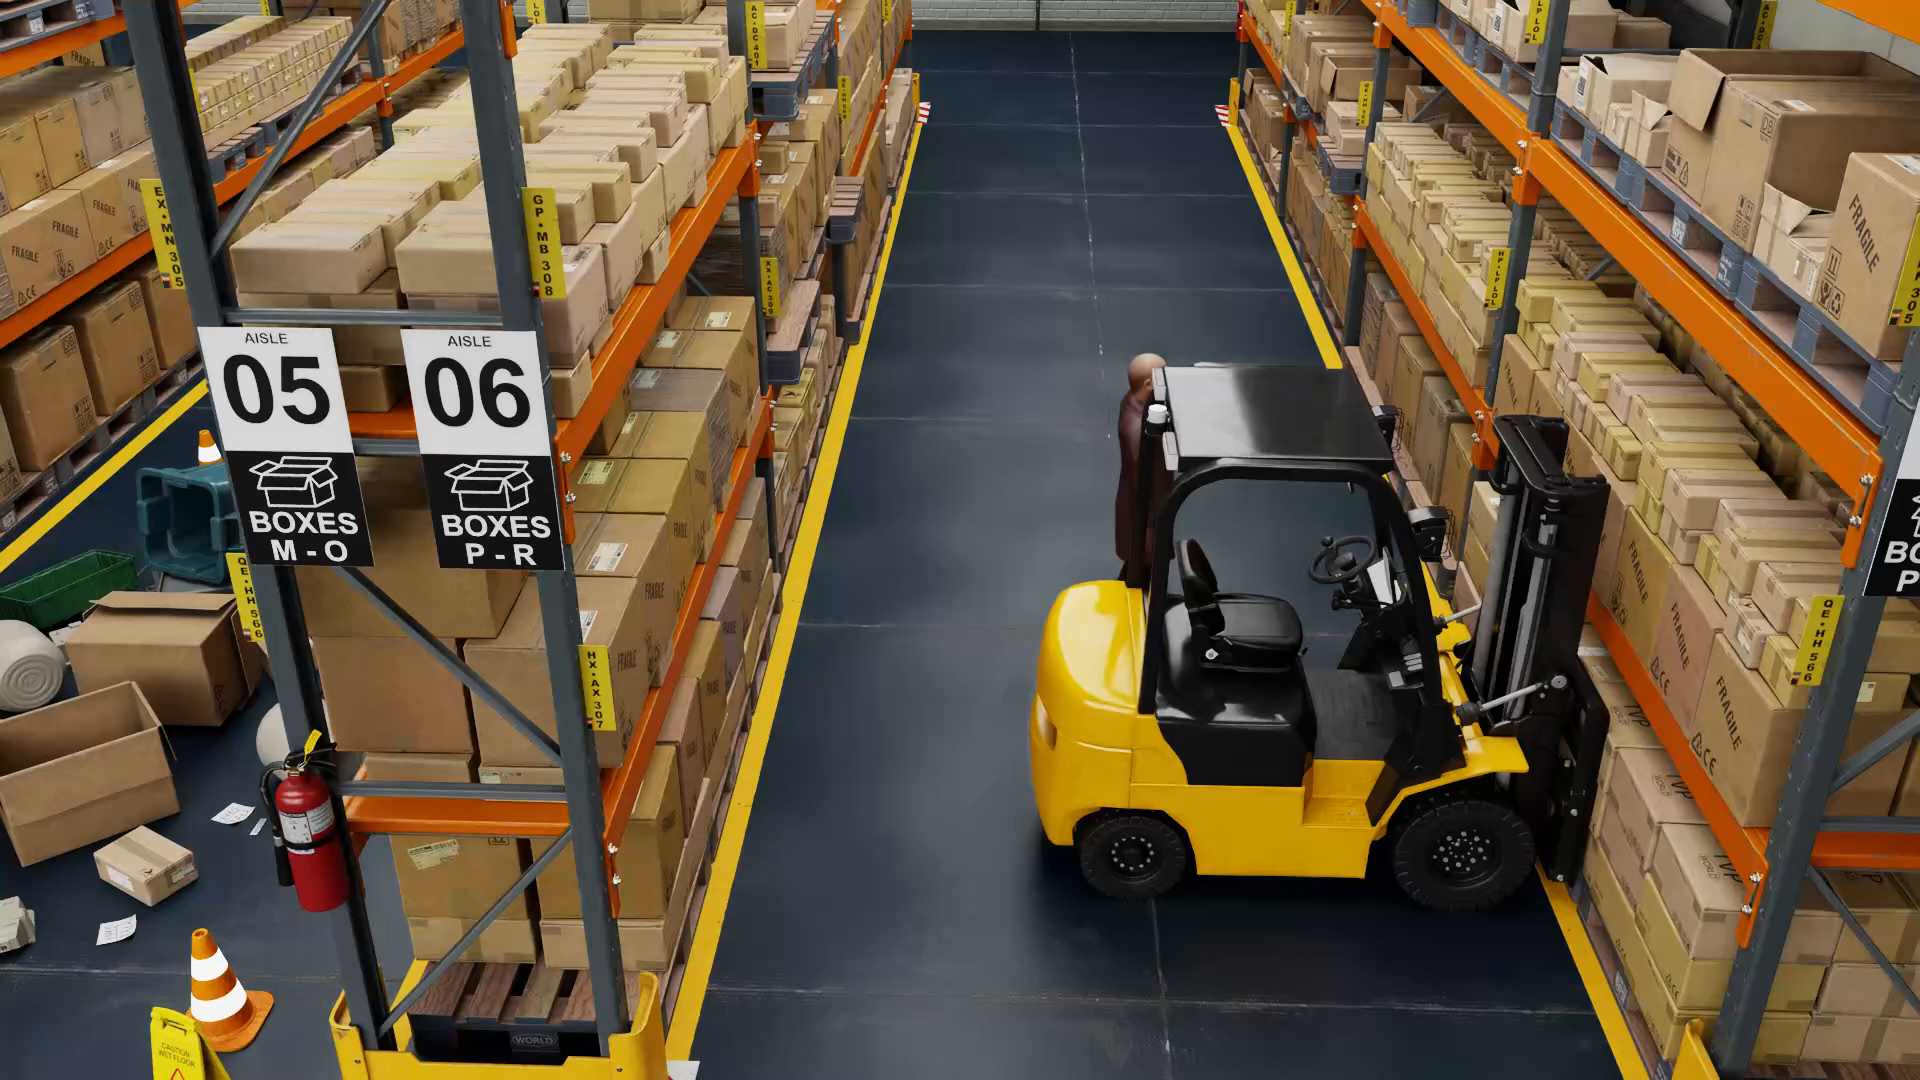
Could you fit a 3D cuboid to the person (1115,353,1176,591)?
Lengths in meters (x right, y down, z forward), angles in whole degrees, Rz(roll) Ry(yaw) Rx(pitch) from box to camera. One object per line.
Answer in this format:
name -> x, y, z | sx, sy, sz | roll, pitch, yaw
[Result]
person -> 1.000, -0.165, 8.958 | 0.378, 1.775, 0.562 | 2, 28, 3
